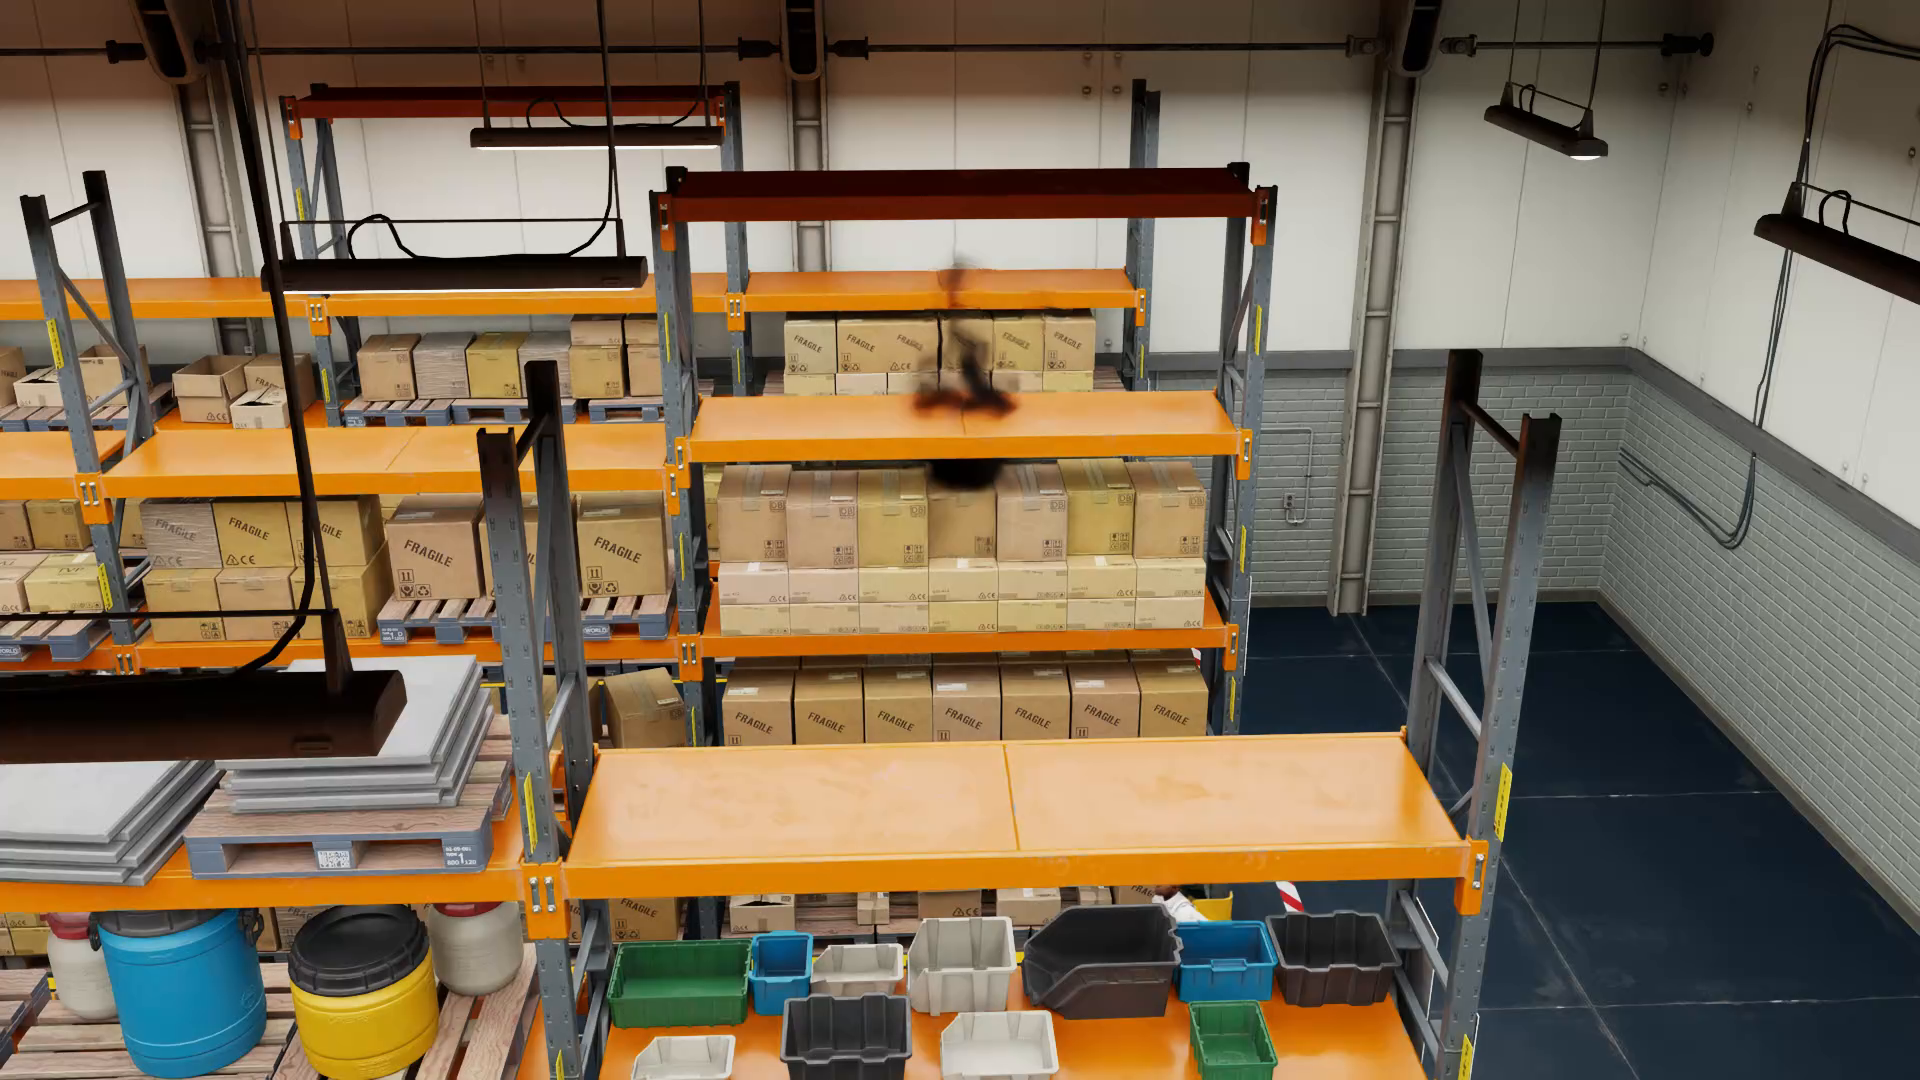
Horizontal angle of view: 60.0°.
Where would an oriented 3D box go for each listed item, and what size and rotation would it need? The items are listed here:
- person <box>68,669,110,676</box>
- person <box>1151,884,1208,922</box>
[{"bbox_3d":[-7.685,1.725,14.696,0.613,1.632,0.585,-7,23,-17],"label":"person"},{"bbox_3d":[1.443,2.981,11.611,0.533,1.649,0.575,-5,23,-13],"label":"person"}]
